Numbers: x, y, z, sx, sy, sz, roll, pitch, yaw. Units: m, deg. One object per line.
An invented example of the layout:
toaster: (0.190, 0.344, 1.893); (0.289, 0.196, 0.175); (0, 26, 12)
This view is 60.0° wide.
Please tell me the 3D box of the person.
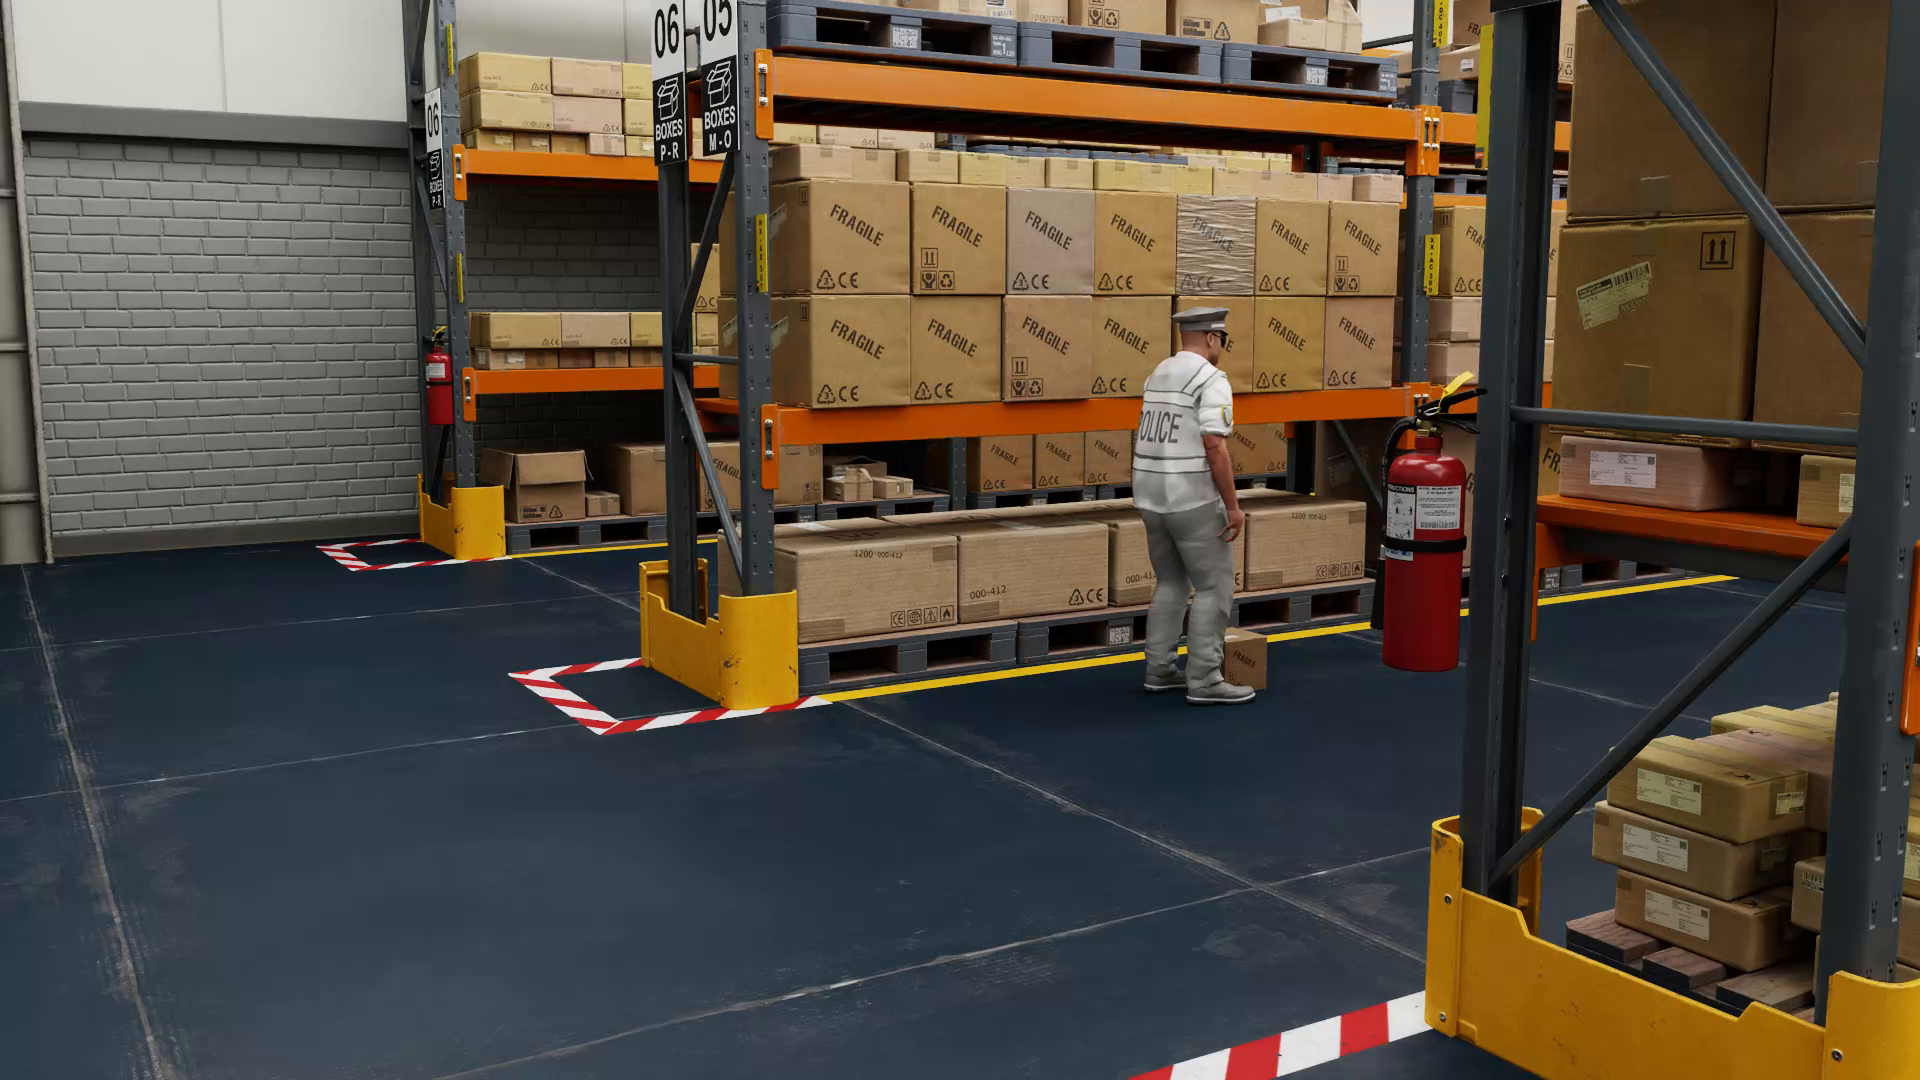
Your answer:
person: (1.015, -0.163, 7.441); (0.436, 1.748, 0.586); (-5, 9, -30)
